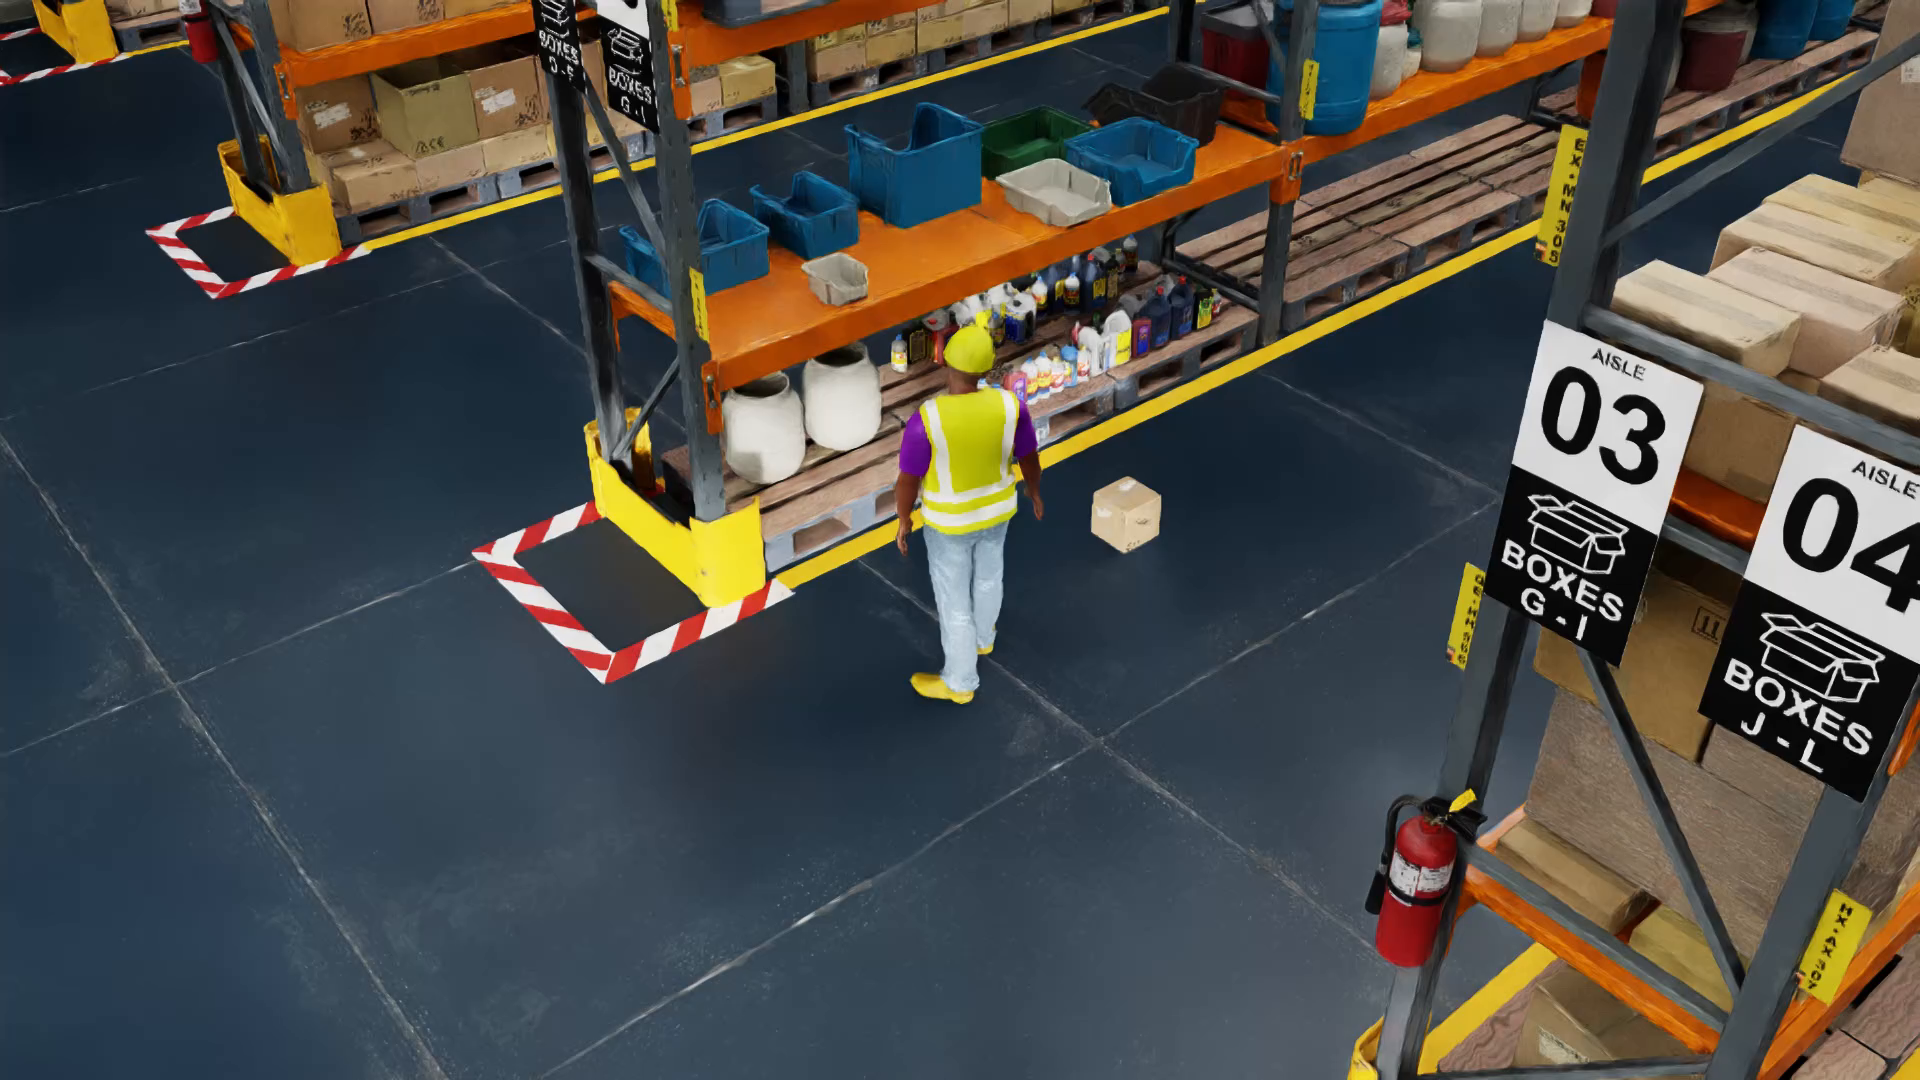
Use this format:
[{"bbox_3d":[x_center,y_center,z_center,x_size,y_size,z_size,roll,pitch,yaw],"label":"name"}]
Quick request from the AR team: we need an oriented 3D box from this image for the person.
[{"bbox_3d":[0.034,-0.158,7.239,0.696,1.764,0.589,-16,39,-21],"label":"person"}]
